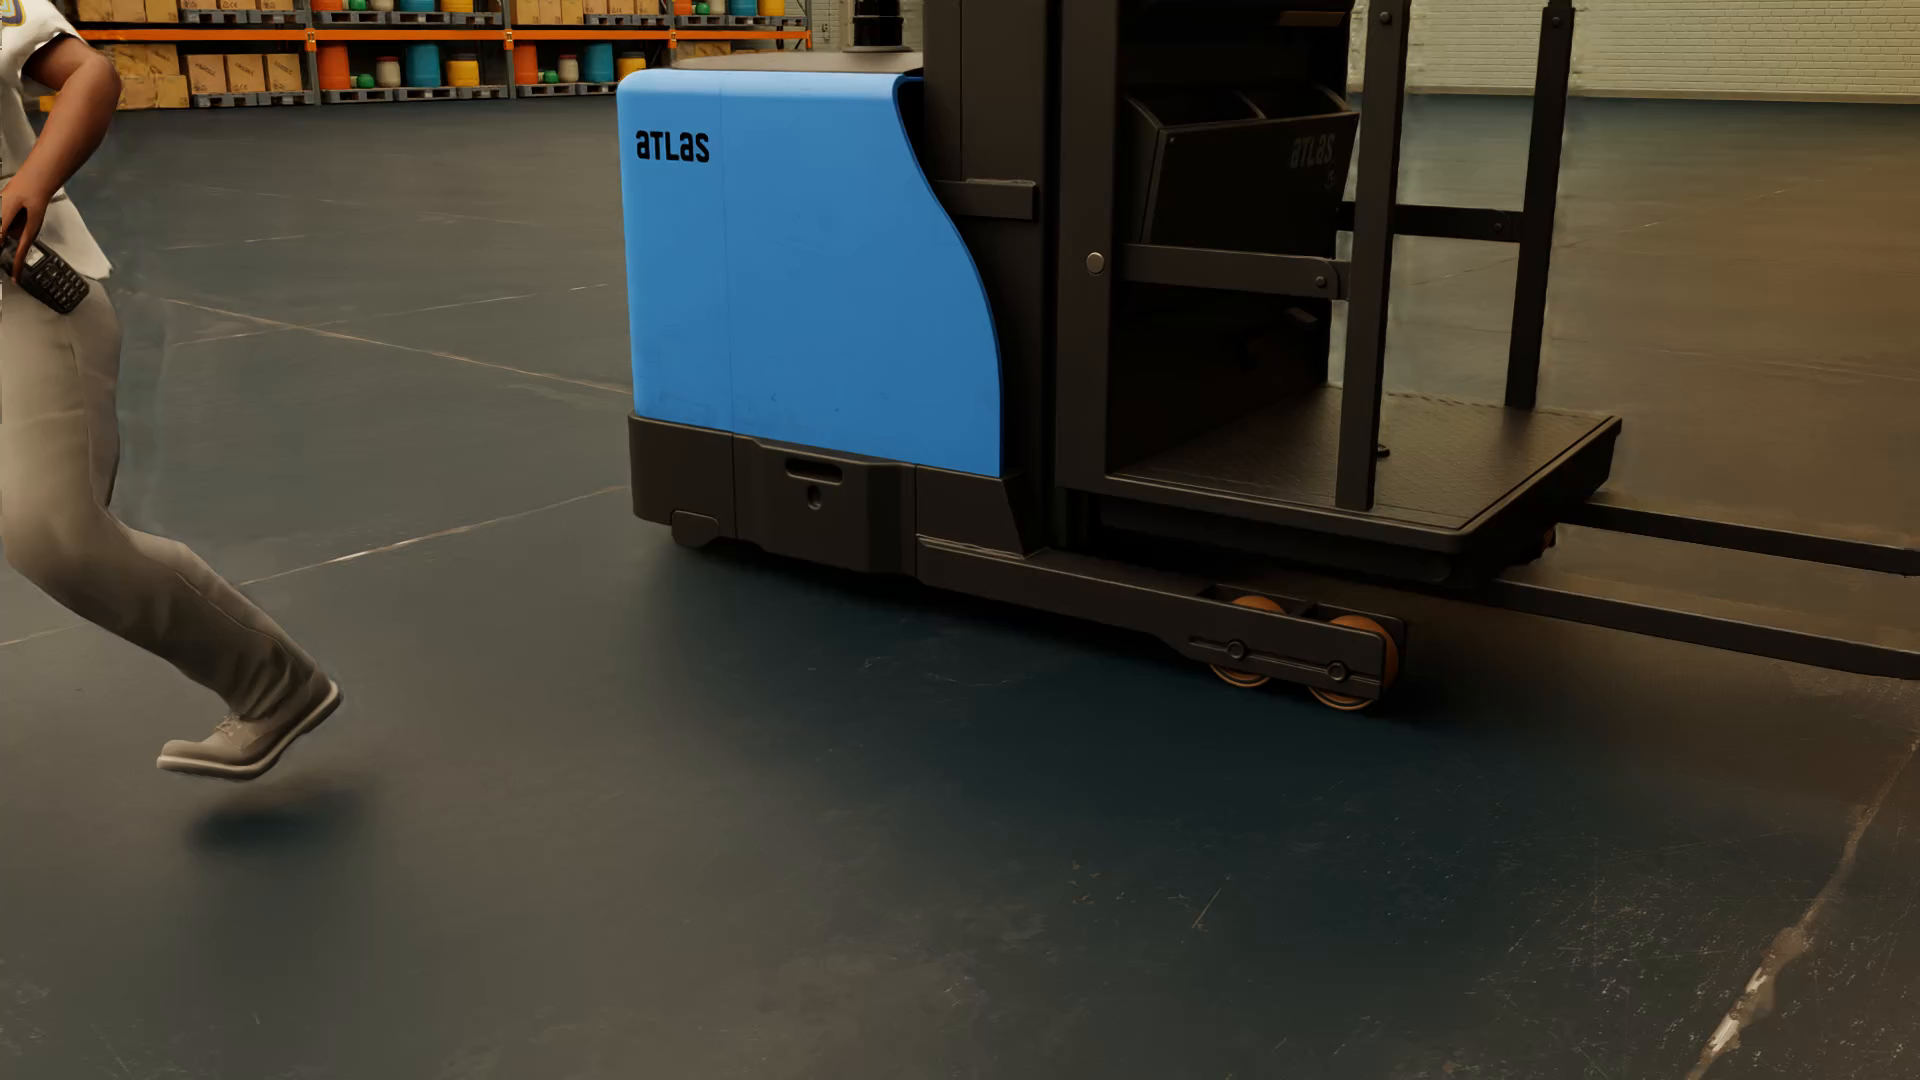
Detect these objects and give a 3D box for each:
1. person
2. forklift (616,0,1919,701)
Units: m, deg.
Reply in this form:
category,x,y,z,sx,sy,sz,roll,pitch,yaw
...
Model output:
category,x,y,z,sx,sy,sz,roll,pitch,yaw
person,-1.569,-0.288,2.478,1.062,1.605,0.530,7,18,22
forklift,0.739,-1.276,3.099,3.031,2.935,1.130,11,20,32
